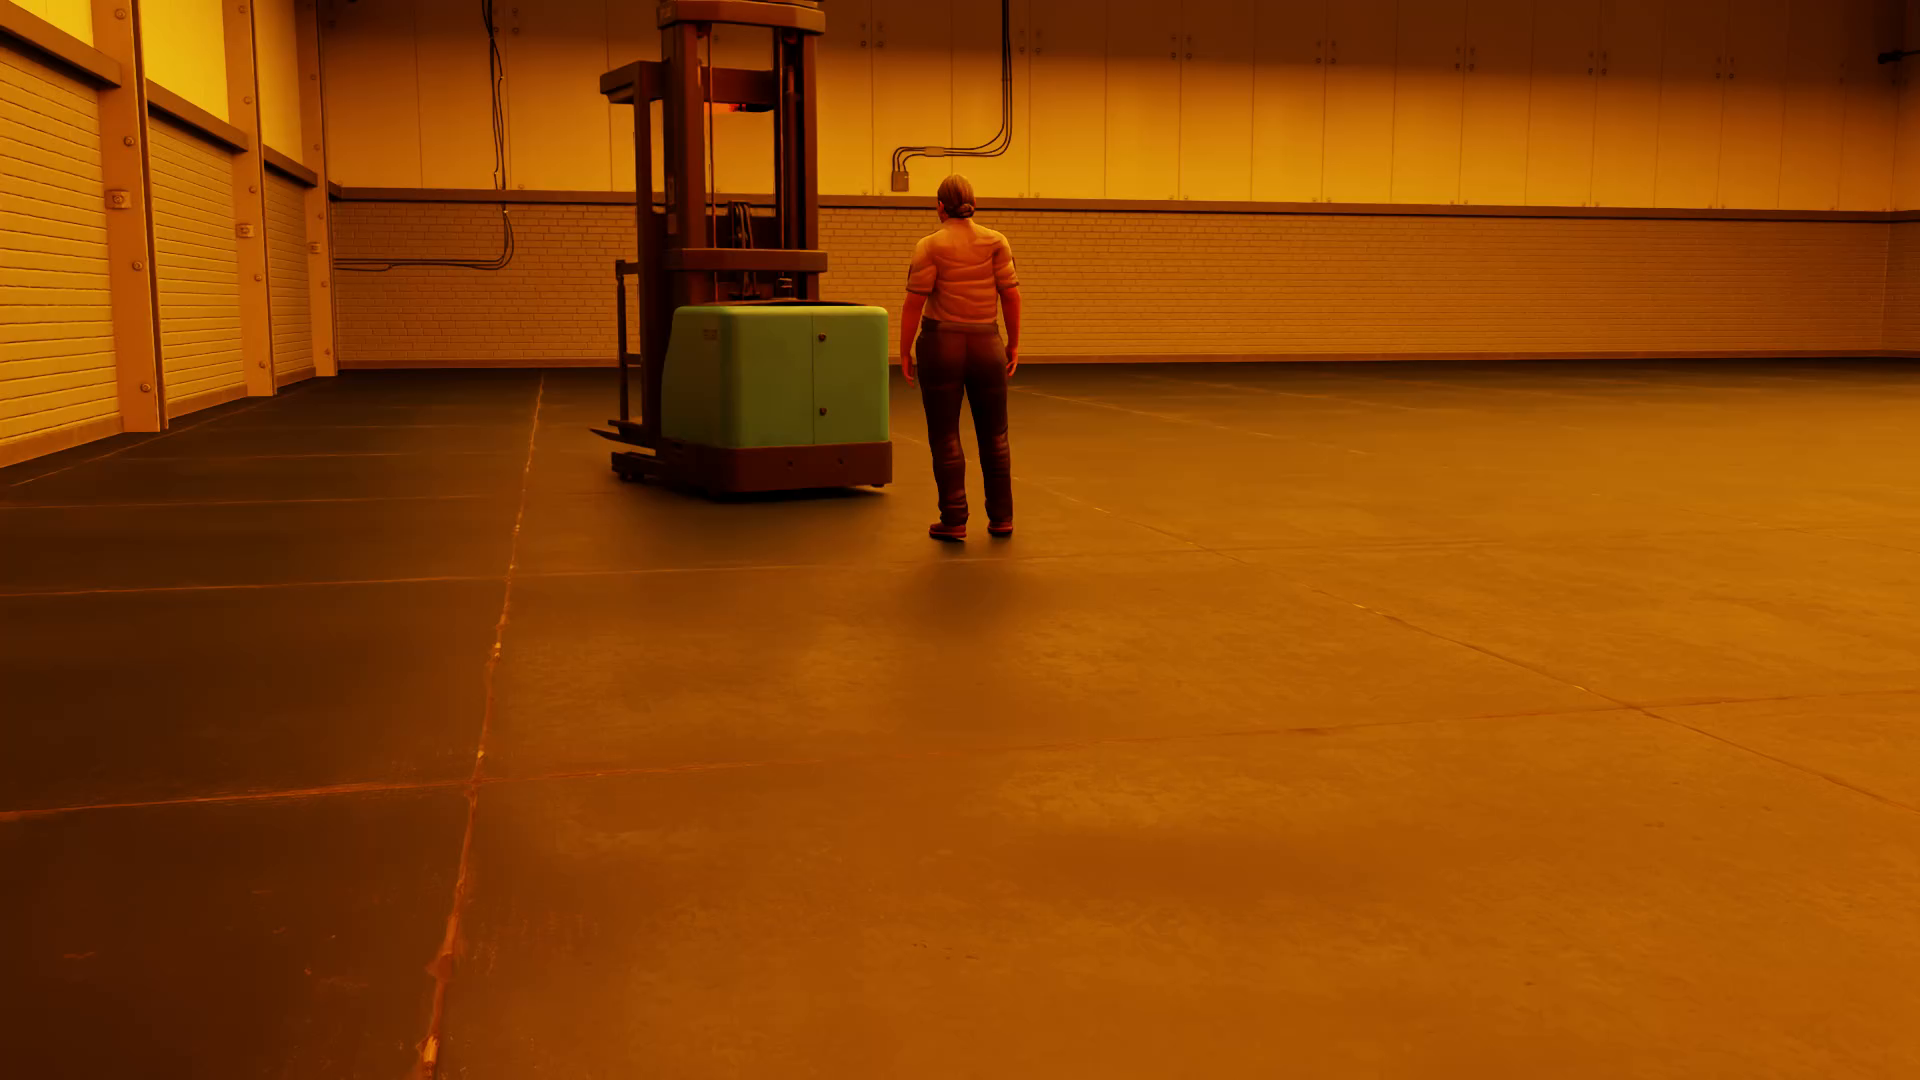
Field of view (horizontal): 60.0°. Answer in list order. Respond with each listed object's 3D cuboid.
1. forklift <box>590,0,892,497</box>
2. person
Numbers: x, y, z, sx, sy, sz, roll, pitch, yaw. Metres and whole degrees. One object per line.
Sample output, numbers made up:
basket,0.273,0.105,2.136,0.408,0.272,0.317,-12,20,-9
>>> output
forklift,-1.556,-1.852,10.363,1.130,2.935,3.031,-5,9,-29
person,0.001,-0.832,7.684,0.599,1.642,0.503,-2,8,-13
